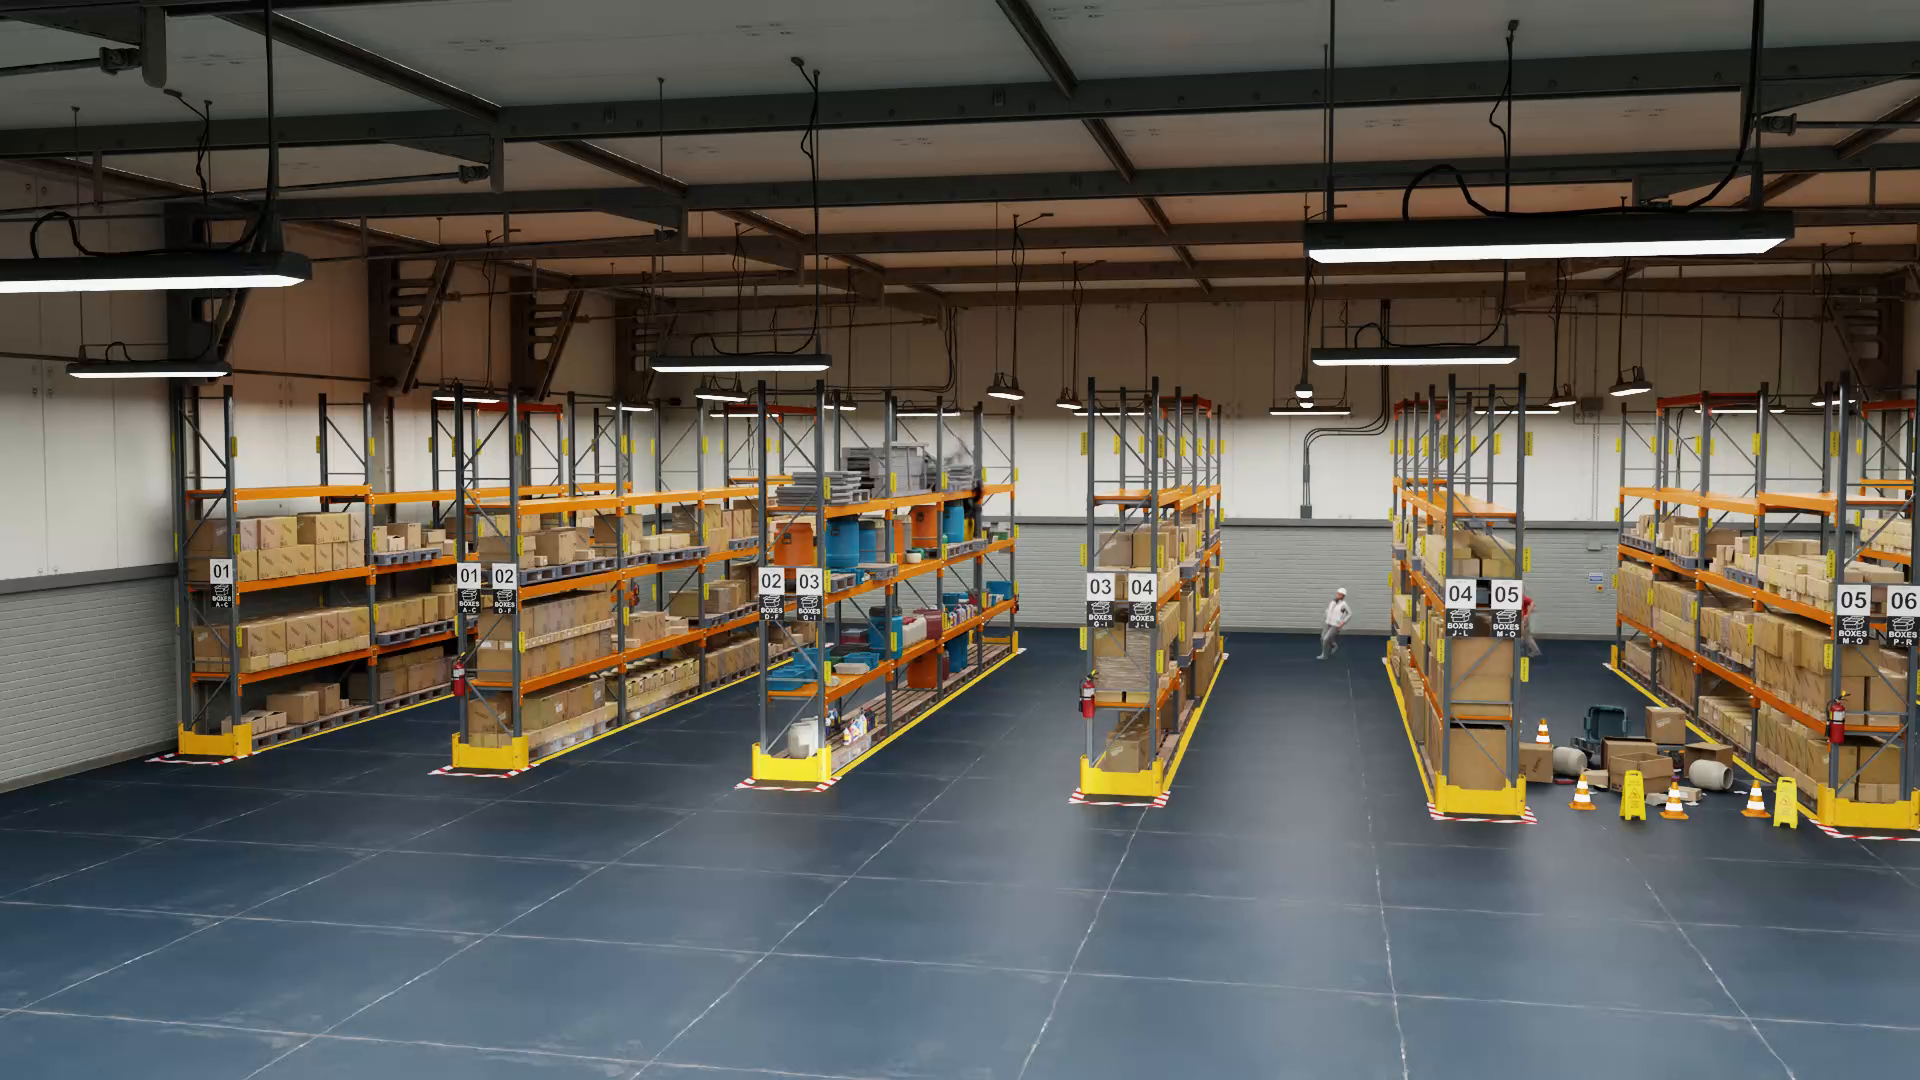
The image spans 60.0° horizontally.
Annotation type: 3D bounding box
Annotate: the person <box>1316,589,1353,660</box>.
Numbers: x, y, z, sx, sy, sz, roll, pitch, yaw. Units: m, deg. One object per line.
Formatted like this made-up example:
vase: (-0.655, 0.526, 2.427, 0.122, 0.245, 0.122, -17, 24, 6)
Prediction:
person: (8.747, 1.977, 38.919, 0.698, 1.693, 0.721, -2, 4, -29)

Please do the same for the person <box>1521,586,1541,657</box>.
person: (13.239, 1.959, 39.162, 0.895, 1.753, 0.674, 1, 3, 16)
